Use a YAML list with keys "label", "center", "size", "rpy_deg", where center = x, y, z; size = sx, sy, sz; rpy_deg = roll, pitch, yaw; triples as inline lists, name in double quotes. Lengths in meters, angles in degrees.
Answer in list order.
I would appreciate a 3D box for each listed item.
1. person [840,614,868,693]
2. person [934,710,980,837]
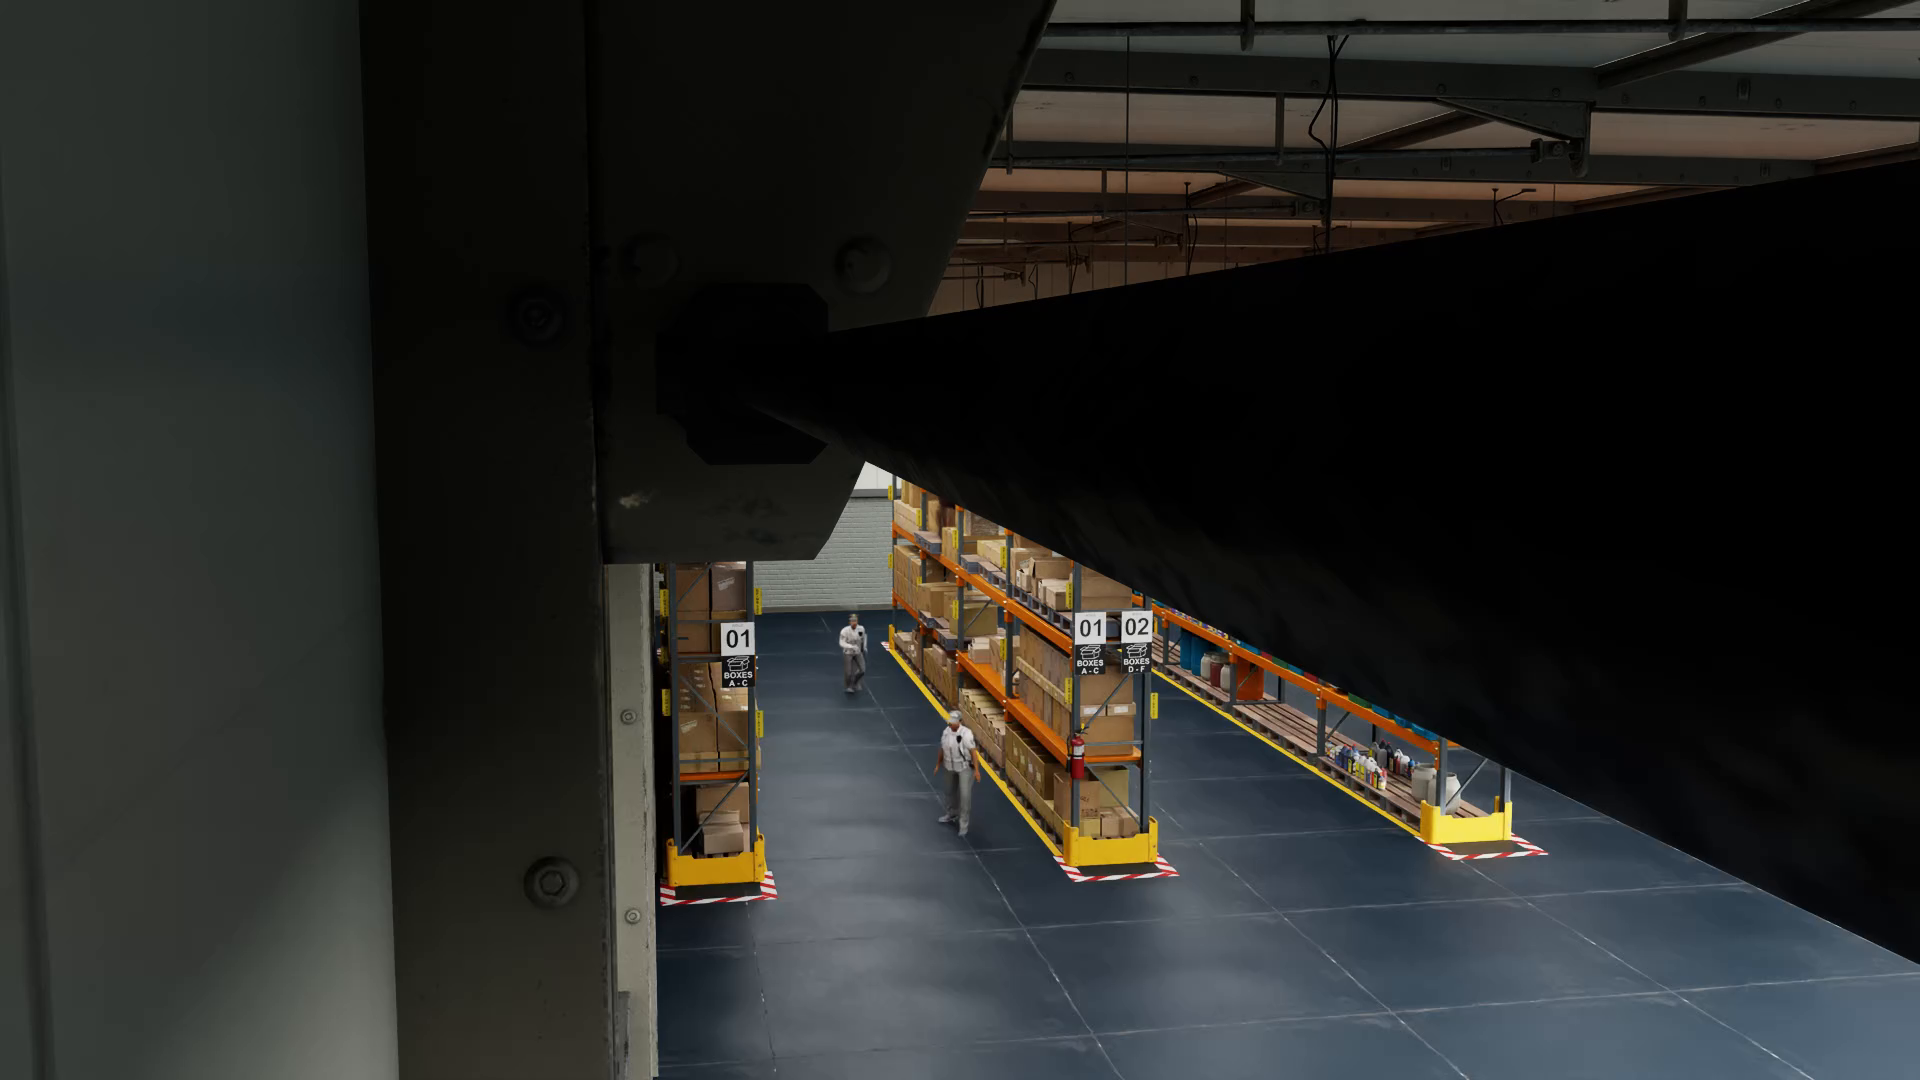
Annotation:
- label: "person"
  center: [-2.011, 2.146, 31.477]
  size: [0.608, 1.580, 0.794]
  rpy_deg: [-2, 7, -21]
- label: "person"
  center: [-0.029, 3.108, 22.470]
  size: [0.730, 1.679, 0.685]
  rpy_deg: [3, 7, 29]
